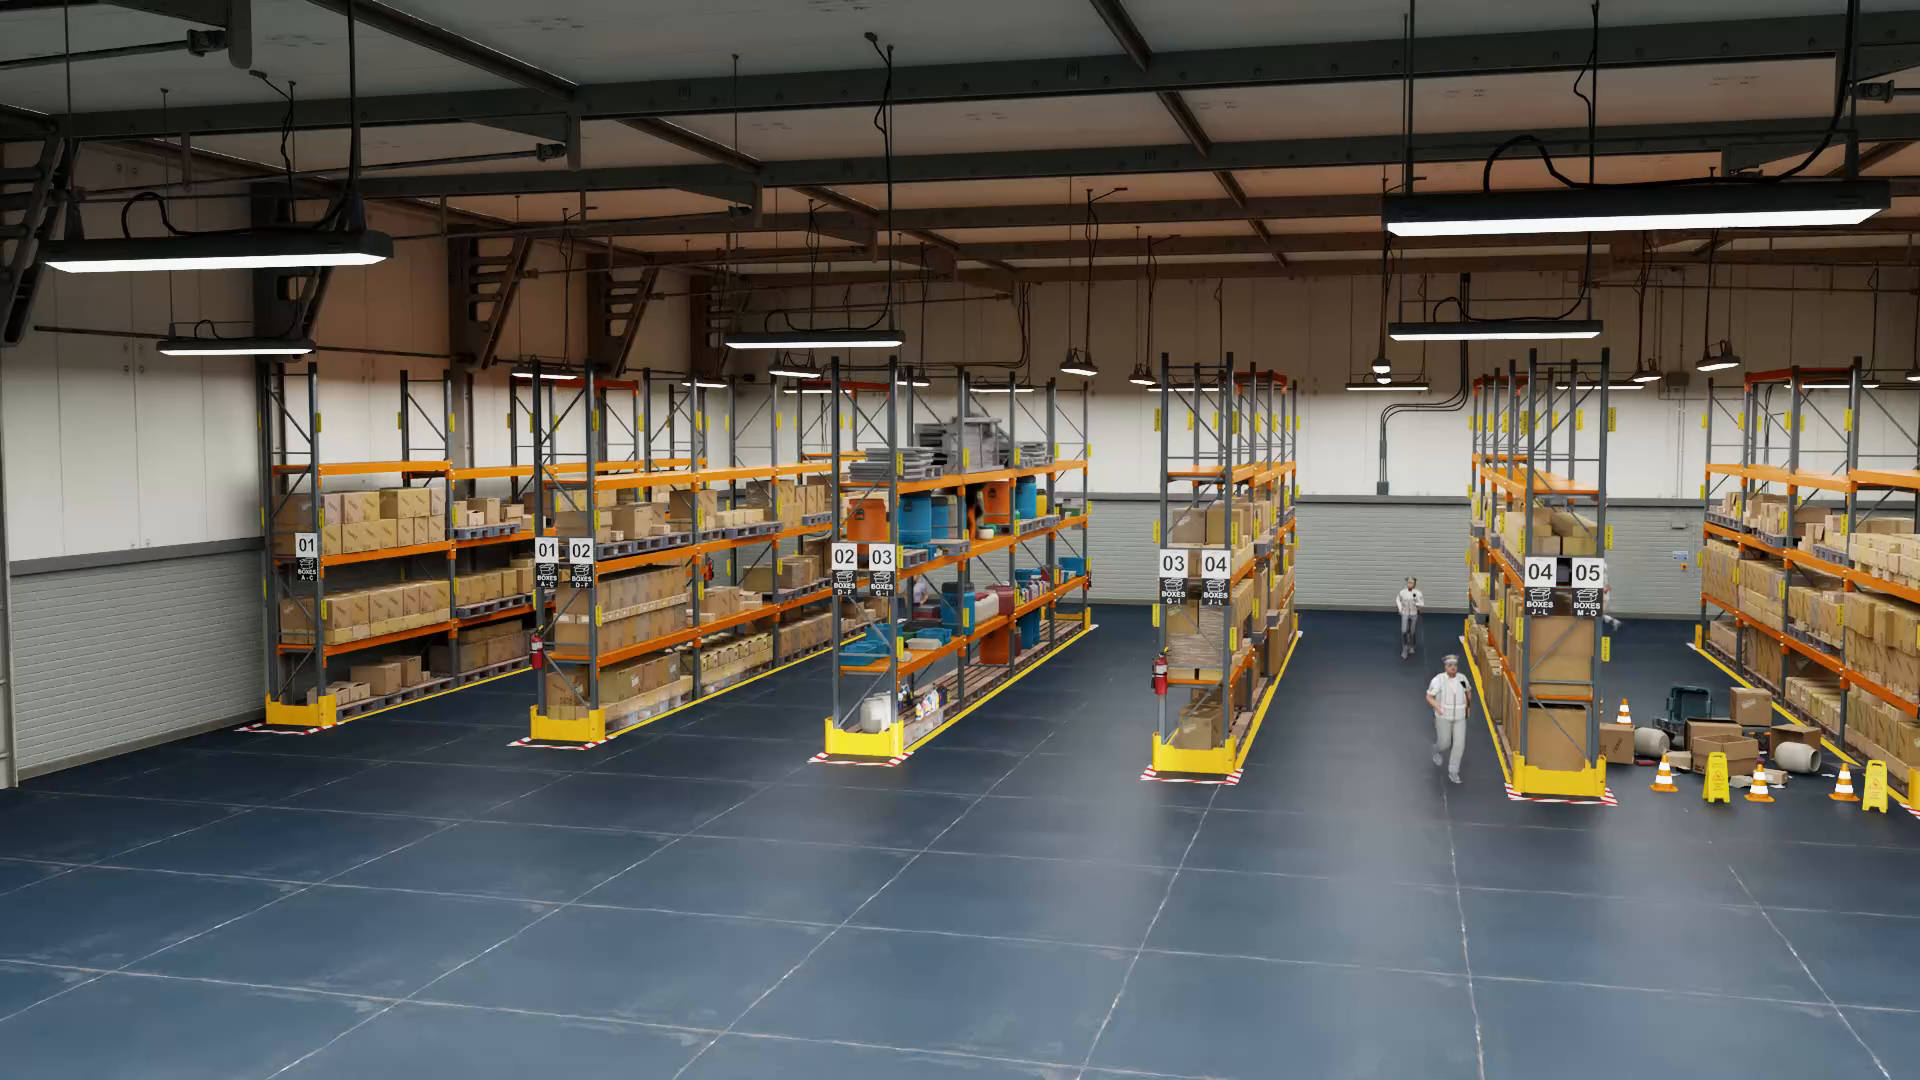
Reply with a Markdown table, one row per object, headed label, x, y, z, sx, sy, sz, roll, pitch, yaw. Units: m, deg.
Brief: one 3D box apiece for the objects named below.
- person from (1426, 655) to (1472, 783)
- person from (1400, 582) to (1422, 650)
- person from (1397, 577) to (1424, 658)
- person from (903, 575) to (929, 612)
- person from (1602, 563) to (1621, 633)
| label | x | y | z | sx | sy | sz | roll | pitch | yaw |
| --- | --- | --- | --- | --- | --- | --- | --- | --- | --- |
| person | 6.928 | 2.489 | 23.489 | 0.663 | 1.772 | 0.792 | 0 | 4 | 1 |
| person | 10.017 | 1.643 | 36.919 | 0.522 | 1.556 | 0.582 | 1 | 4 | 16 |
| person | 9.620 | 1.649 | 35.572 | 0.590 | 1.741 | 0.685 | 1 | 4 | 19 |
| person | -1.026 | 1.545 | 37.736 | 0.581 | 1.603 | 0.516 | 1 | 4 | 9 |
| person | 14.976 | 1.418 | 38.629 | 0.791 | 1.773 | 0.661 | 1 | 4 | 17 |
